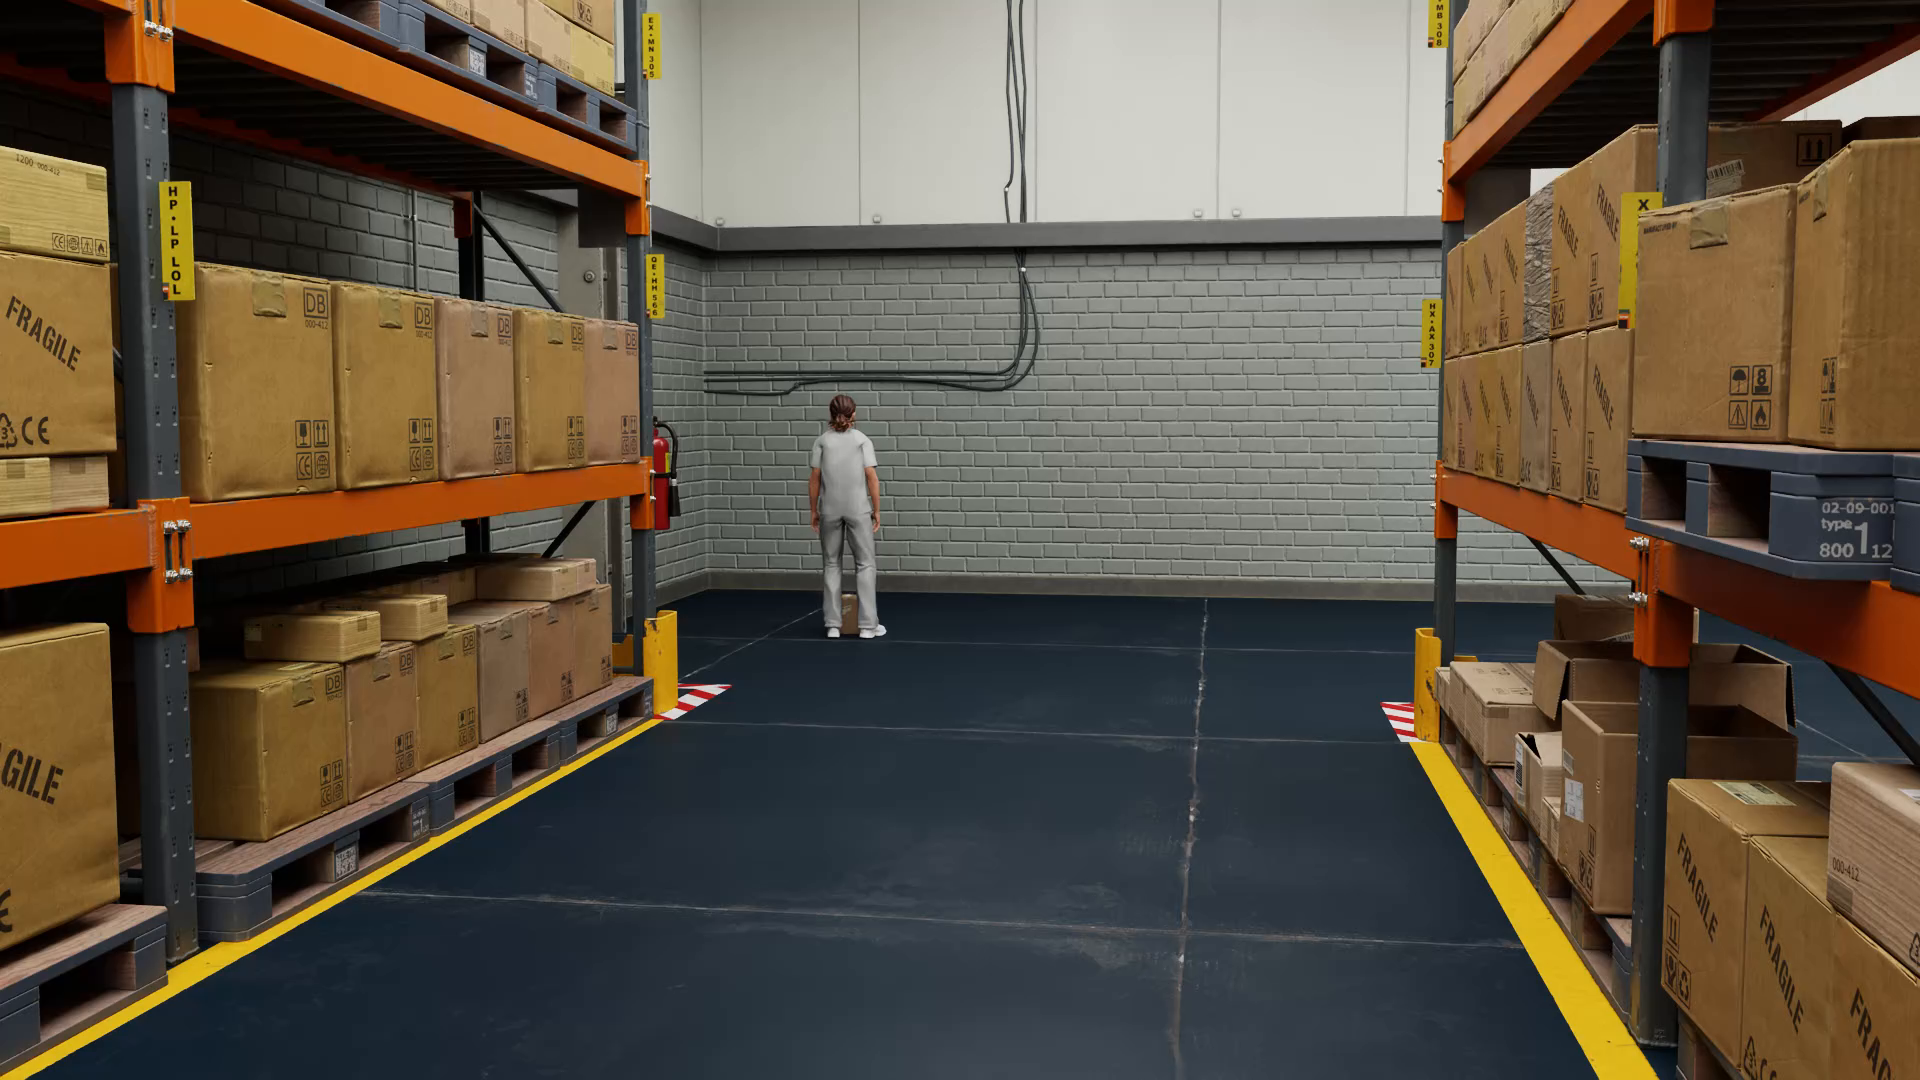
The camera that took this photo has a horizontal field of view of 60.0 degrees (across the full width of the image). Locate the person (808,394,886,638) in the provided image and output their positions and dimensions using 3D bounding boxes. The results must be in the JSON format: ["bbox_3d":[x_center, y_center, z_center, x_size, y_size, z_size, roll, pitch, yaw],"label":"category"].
[{"bbox_3d":[-0.782,-0.165,11.443,0.513,1.671,0.364,0,5,5],"label":"person"}]
